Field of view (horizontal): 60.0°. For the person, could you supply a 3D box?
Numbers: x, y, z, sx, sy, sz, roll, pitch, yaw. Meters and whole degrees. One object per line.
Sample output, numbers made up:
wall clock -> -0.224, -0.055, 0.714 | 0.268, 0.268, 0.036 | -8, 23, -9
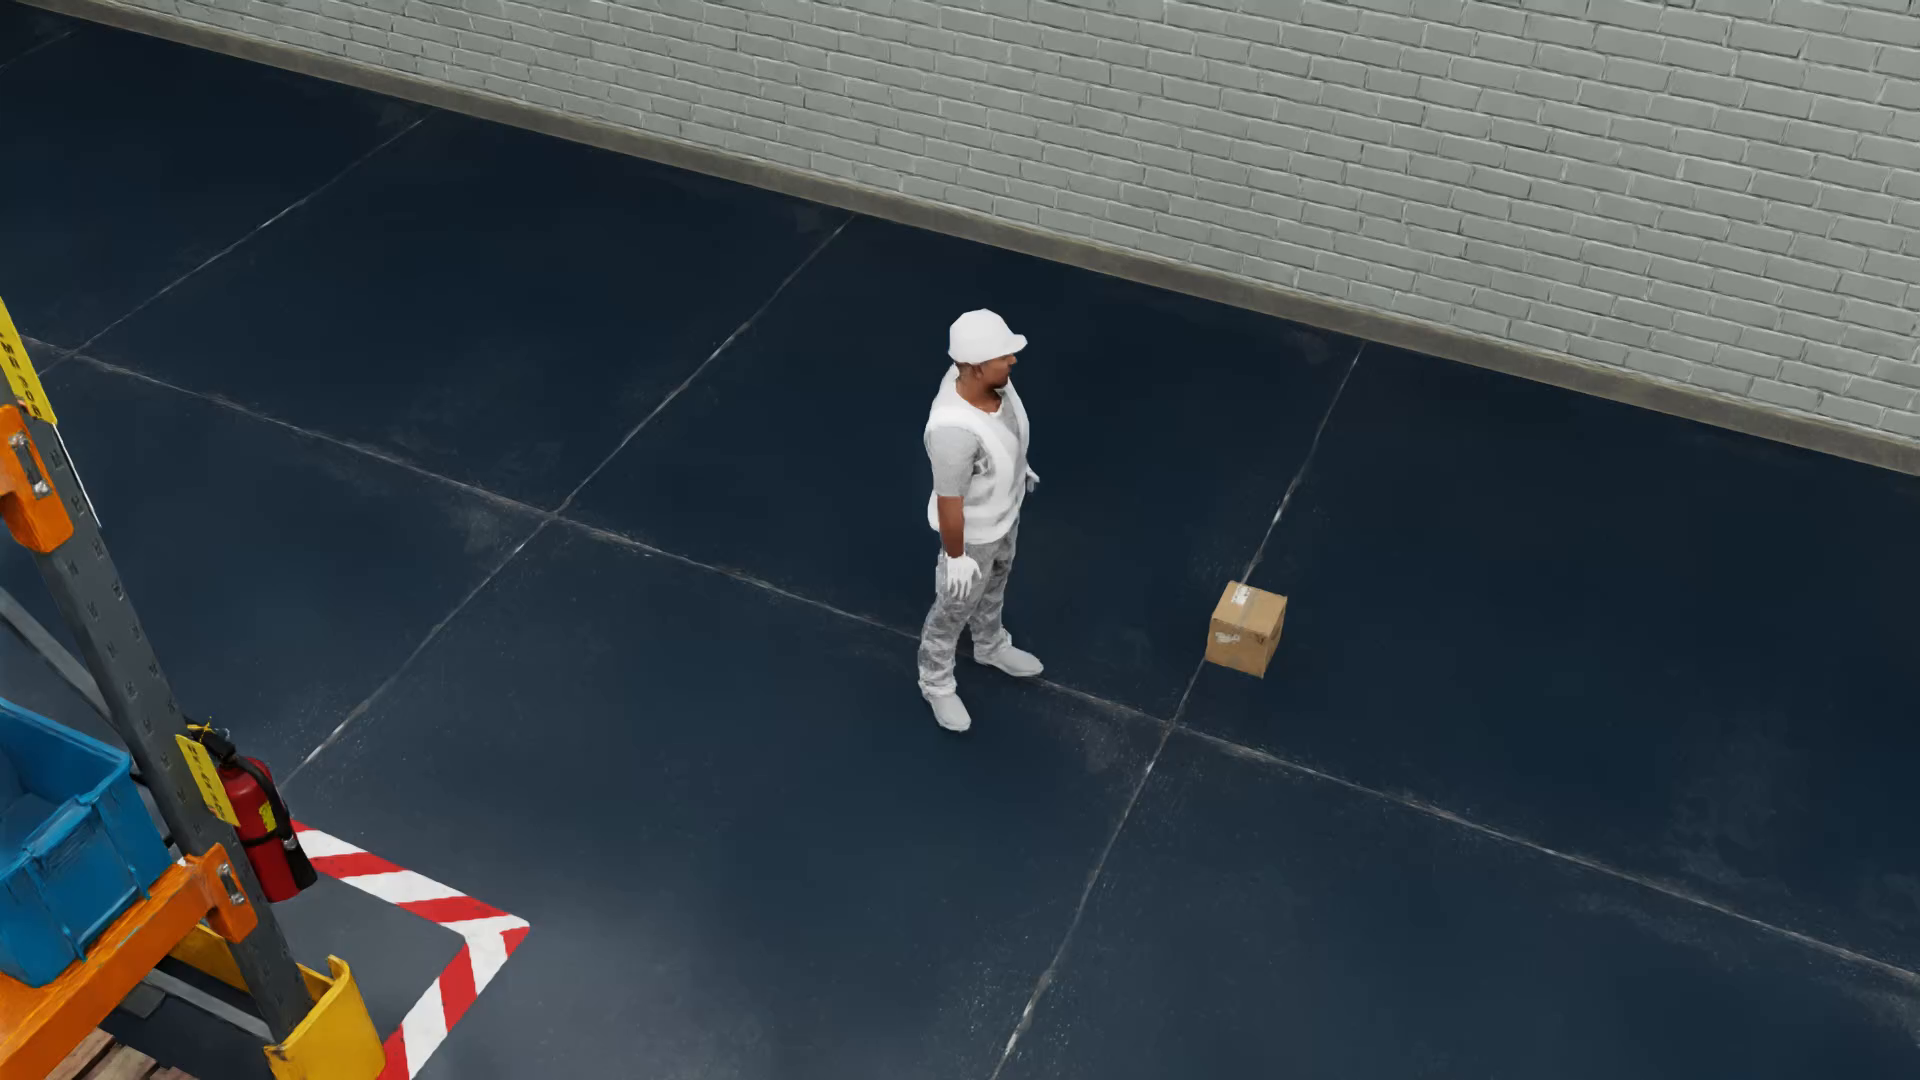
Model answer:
person -> 0.096, -0.111, 6.235 | 0.458, 1.787, 0.680 | 12, 43, 14
